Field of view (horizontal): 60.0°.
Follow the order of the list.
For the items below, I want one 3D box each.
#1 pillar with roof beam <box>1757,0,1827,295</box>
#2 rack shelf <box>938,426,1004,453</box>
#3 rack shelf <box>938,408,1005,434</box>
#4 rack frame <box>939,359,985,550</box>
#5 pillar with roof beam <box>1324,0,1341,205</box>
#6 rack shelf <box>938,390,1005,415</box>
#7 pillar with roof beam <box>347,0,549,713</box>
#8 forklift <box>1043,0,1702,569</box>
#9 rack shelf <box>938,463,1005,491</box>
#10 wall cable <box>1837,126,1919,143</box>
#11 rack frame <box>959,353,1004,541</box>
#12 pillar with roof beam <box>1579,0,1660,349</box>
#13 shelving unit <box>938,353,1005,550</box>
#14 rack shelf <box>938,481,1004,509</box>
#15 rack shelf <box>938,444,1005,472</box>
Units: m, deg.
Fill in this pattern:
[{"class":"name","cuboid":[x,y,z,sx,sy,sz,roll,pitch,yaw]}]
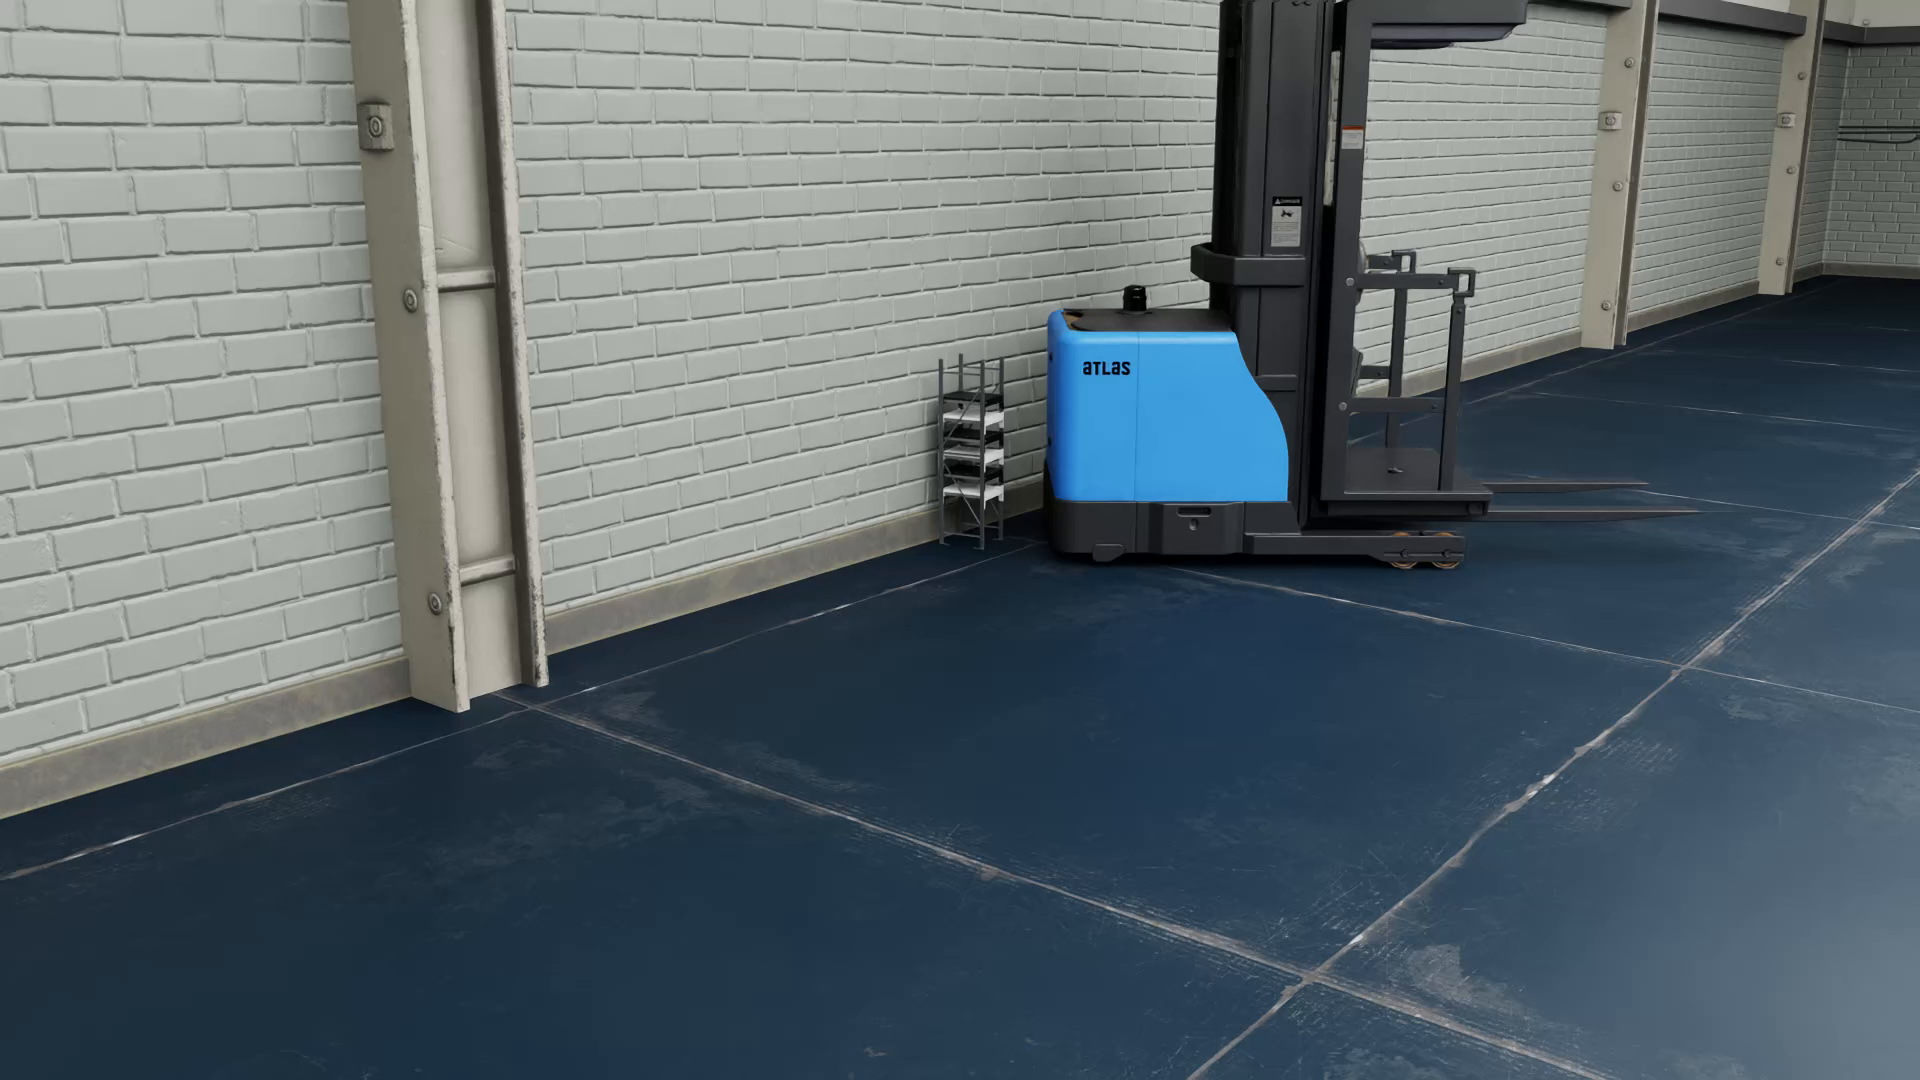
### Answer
[{"class":"pillar with roof beam","cuboid":[12.924,-6.605,15.845,9.100,9.000,0.400,11,18,38]},{"class":"rack shelf","cuboid":[0.055,-0.480,7.955,0.258,0.077,0.200,7,16,27]},{"class":"rack shelf","cuboid":[0.055,-0.567,7.932,0.258,0.077,0.200,7,16,27]},{"class":"rack frame","cuboid":[0.008,-0.403,7.881,0.240,0.900,0.006,7,16,27]},{"class":"pillar with roof beam","cuboid":[5.381,-4.306,6.799,9.100,9.000,0.400,11,18,38]},{"class":"rack shelf","cuboid":[0.055,-0.654,7.910,0.258,0.077,0.200,7,16,27]},{"class":"pillar with roof beam","cuboid":[1.610,-3.157,2.275,9.100,9.000,0.400,11,18,38]},{"class":"forklift","cuboid":[1.940,-1.419,7.756,3.031,2.935,1.130,0,14,0]},{"class":"rack shelf","cuboid":[0.055,-0.306,7.999,0.258,0.077,0.200,7,16,27]},{"class":"wall cable","cuboid":[12.455,-6.125,20.265,3.097,2.526,0.112,11,18,38]},{"class":"rack frame","cuboid":[0.102,-0.447,8.056,0.240,0.900,0.006,7,16,27]},{"class":"pillar with roof beam","cuboid":[9.152,-5.456,11.322,9.100,9.000,0.400,11,18,38]},{"class":"shelving unit","cuboid":[0.055,-0.425,7.969,0.258,0.900,0.210,7,16,27]},{"class":"rack shelf","cuboid":[0.055,-0.218,8.021,0.258,0.077,0.200,7,16,27]},{"class":"rack shelf","cuboid":[0.055,-0.393,7.977,0.258,0.077,0.200,7,16,27]}]
